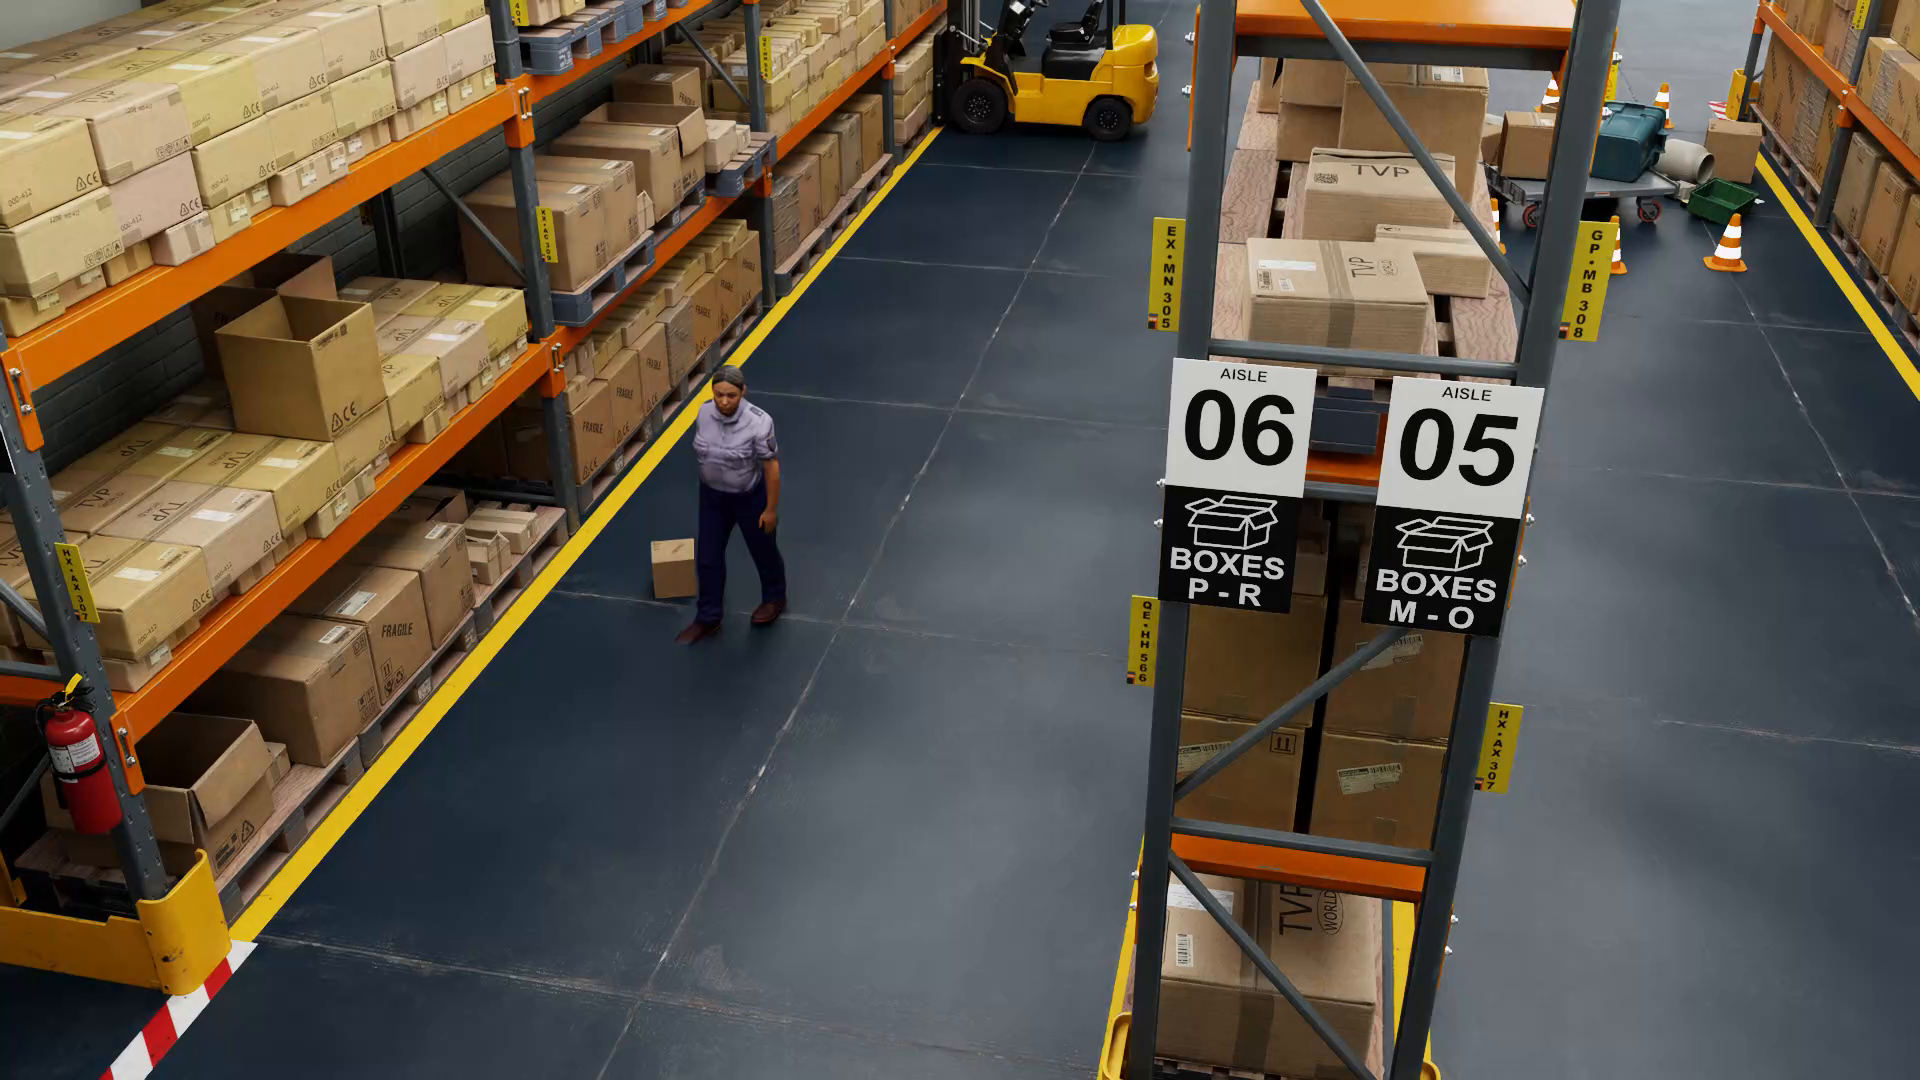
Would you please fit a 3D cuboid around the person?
[{"bbox_3d":[-1.228,-0.208,9.035,0.606,1.688,0.598,10,31,18],"label":"person"}]
